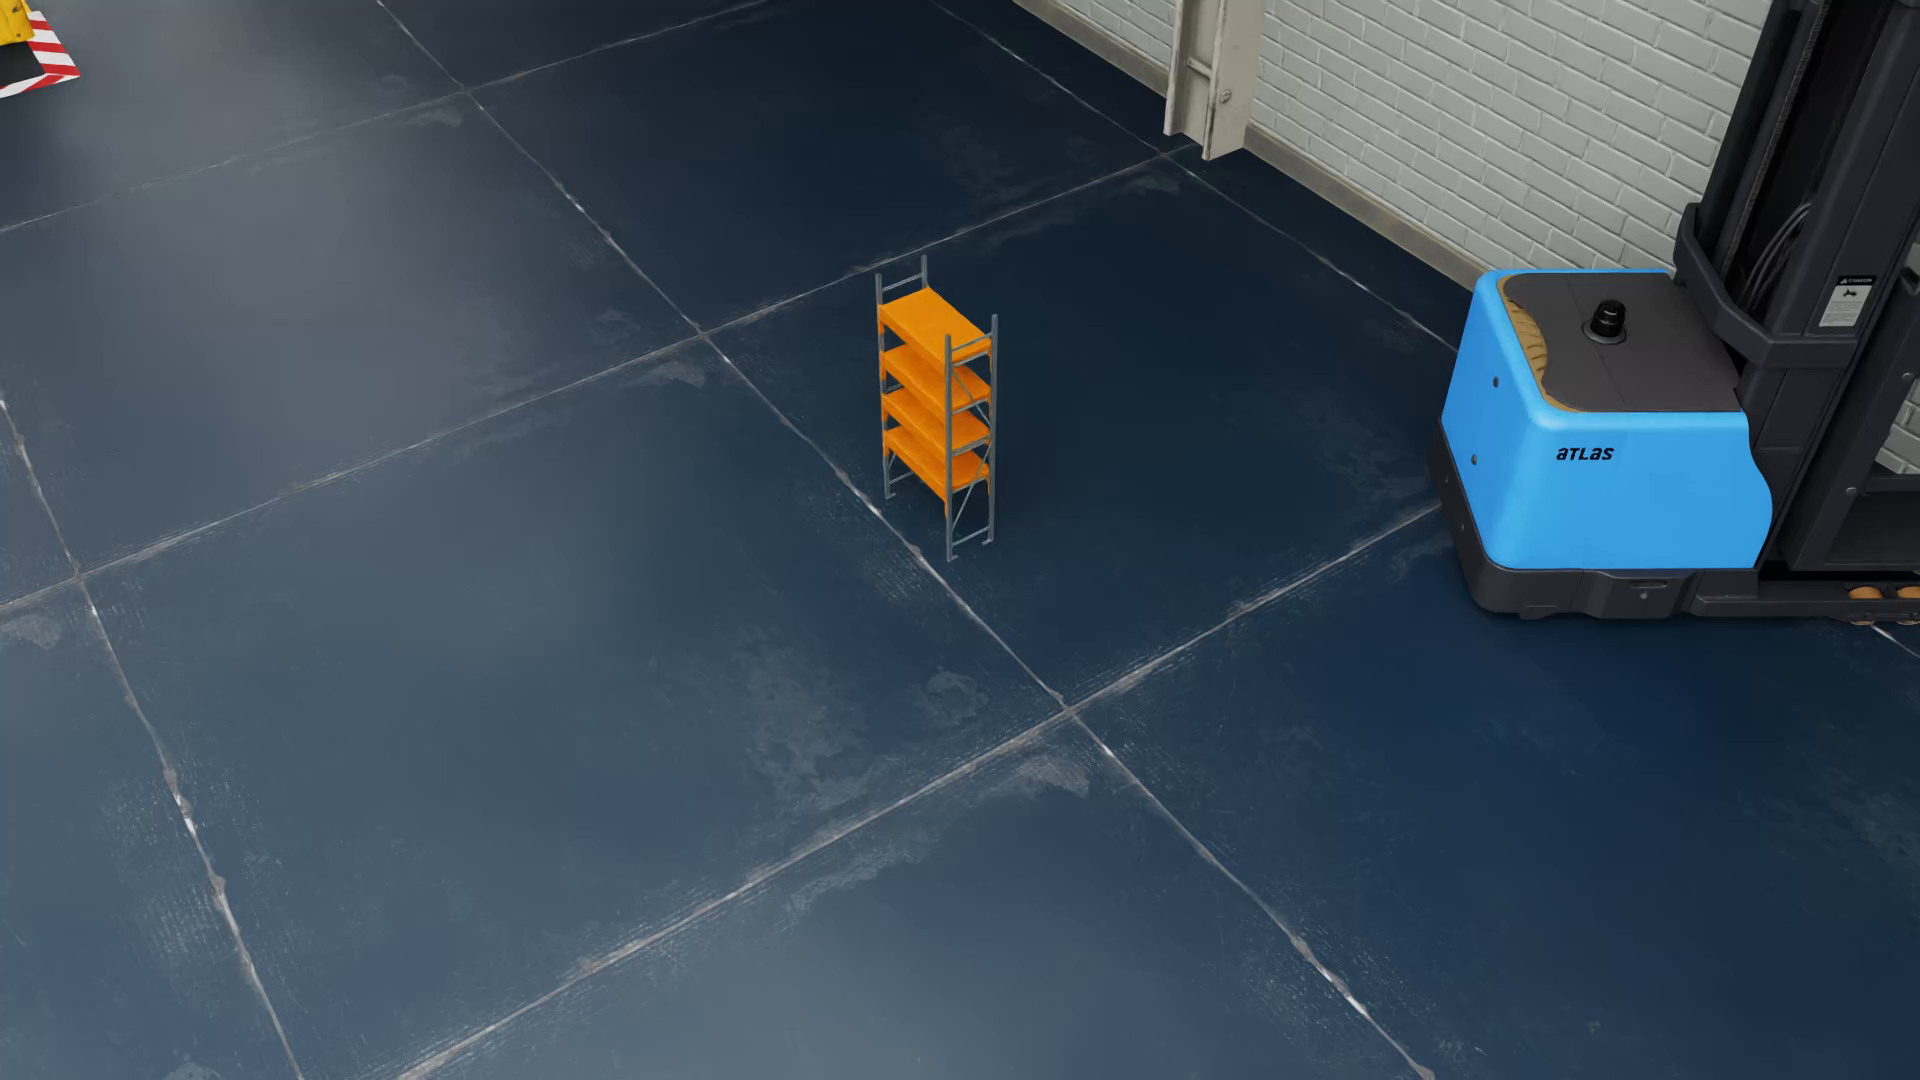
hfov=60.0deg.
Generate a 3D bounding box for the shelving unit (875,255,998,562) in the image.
[{"bbox_3d":[-0.095,-0.528,6.925,0.258,1.200,0.503,-26,49,-24],"label":"shelving unit"}]

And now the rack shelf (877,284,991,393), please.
[{"bbox_3d":[-0.095,-0.812,6.654,0.258,0.148,0.480,-26,49,-24],"label":"rack shelf"}]

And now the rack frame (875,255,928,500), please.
[{"bbox_3d":[-0.234,-0.666,7.070,0.240,1.200,0.015,-26,49,-24],"label":"rack frame"}]

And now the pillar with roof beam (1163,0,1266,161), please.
[{"bbox_3d":[-2.104,-3.894,4.803,9.100,9.000,0.400,-26,49,-24],"label":"pillar with roof beam"}]

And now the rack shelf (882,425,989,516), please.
[{"bbox_3d":[-0.095,-0.335,7.108,0.258,0.148,0.480,-26,49,-24],"label":"rack shelf"}]

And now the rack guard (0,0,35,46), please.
[{"bbox_3d":[-6.459,-3.249,10.282,1.175,0.500,0.348,-26,49,-24],"label":"rack guard"}]

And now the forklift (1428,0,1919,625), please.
[{"bbox_3d":[3.630,-1.078,6.247,3.031,2.935,1.130,0,44,0],"label":"forklift"}]

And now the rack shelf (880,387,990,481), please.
[{"bbox_3d":[-0.095,-0.479,6.971,0.258,0.148,0.480,-26,49,-24],"label":"rack shelf"}]

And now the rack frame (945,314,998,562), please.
[{"bbox_3d":[0.045,-0.390,6.780,0.240,1.200,0.015,-26,49,-24],"label":"rack frame"}]

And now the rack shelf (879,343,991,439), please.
[{"bbox_3d":[-0.095,-0.641,6.817,0.258,0.148,0.480,-26,49,-24],"label":"rack shelf"}]
